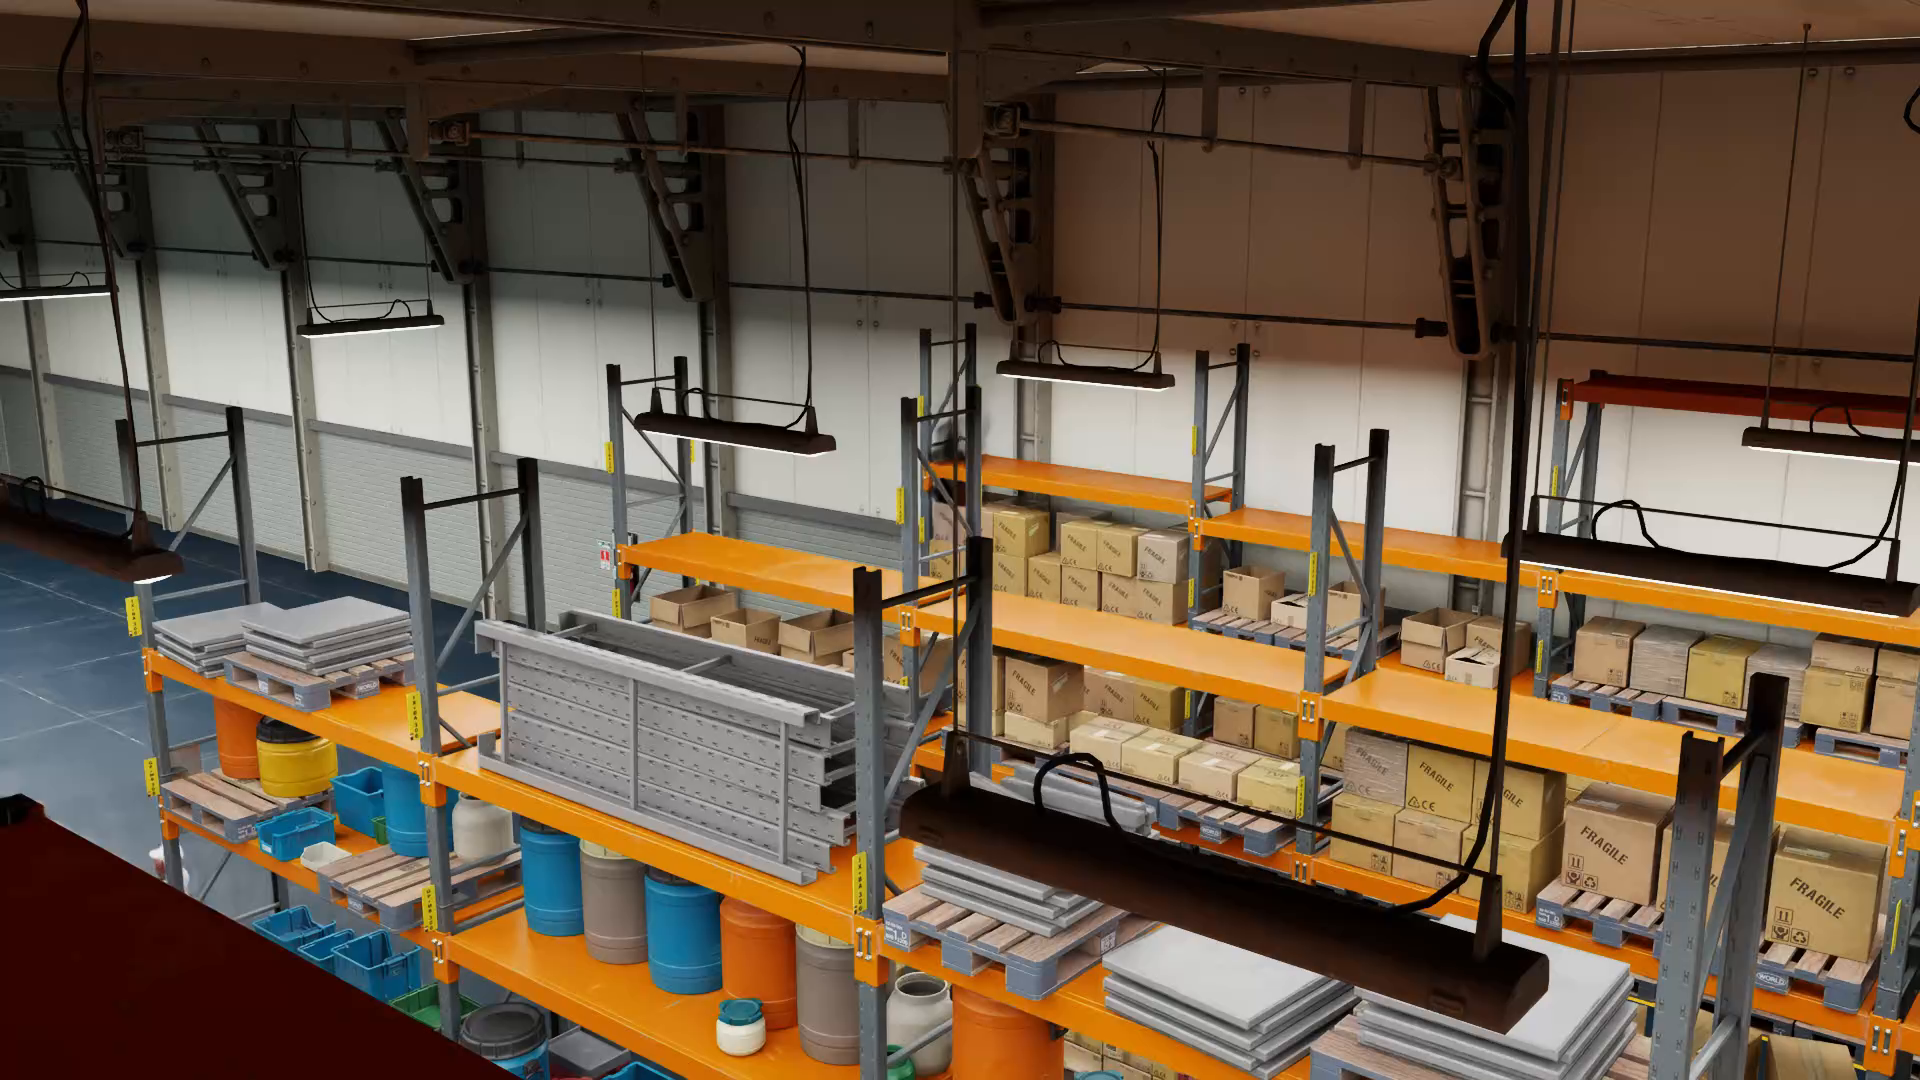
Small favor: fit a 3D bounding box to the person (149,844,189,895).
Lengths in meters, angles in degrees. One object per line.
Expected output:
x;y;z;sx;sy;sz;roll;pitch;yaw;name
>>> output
-7.453;3.708;15.733;0.841;1.799;0.663;-3;13;-12;person
